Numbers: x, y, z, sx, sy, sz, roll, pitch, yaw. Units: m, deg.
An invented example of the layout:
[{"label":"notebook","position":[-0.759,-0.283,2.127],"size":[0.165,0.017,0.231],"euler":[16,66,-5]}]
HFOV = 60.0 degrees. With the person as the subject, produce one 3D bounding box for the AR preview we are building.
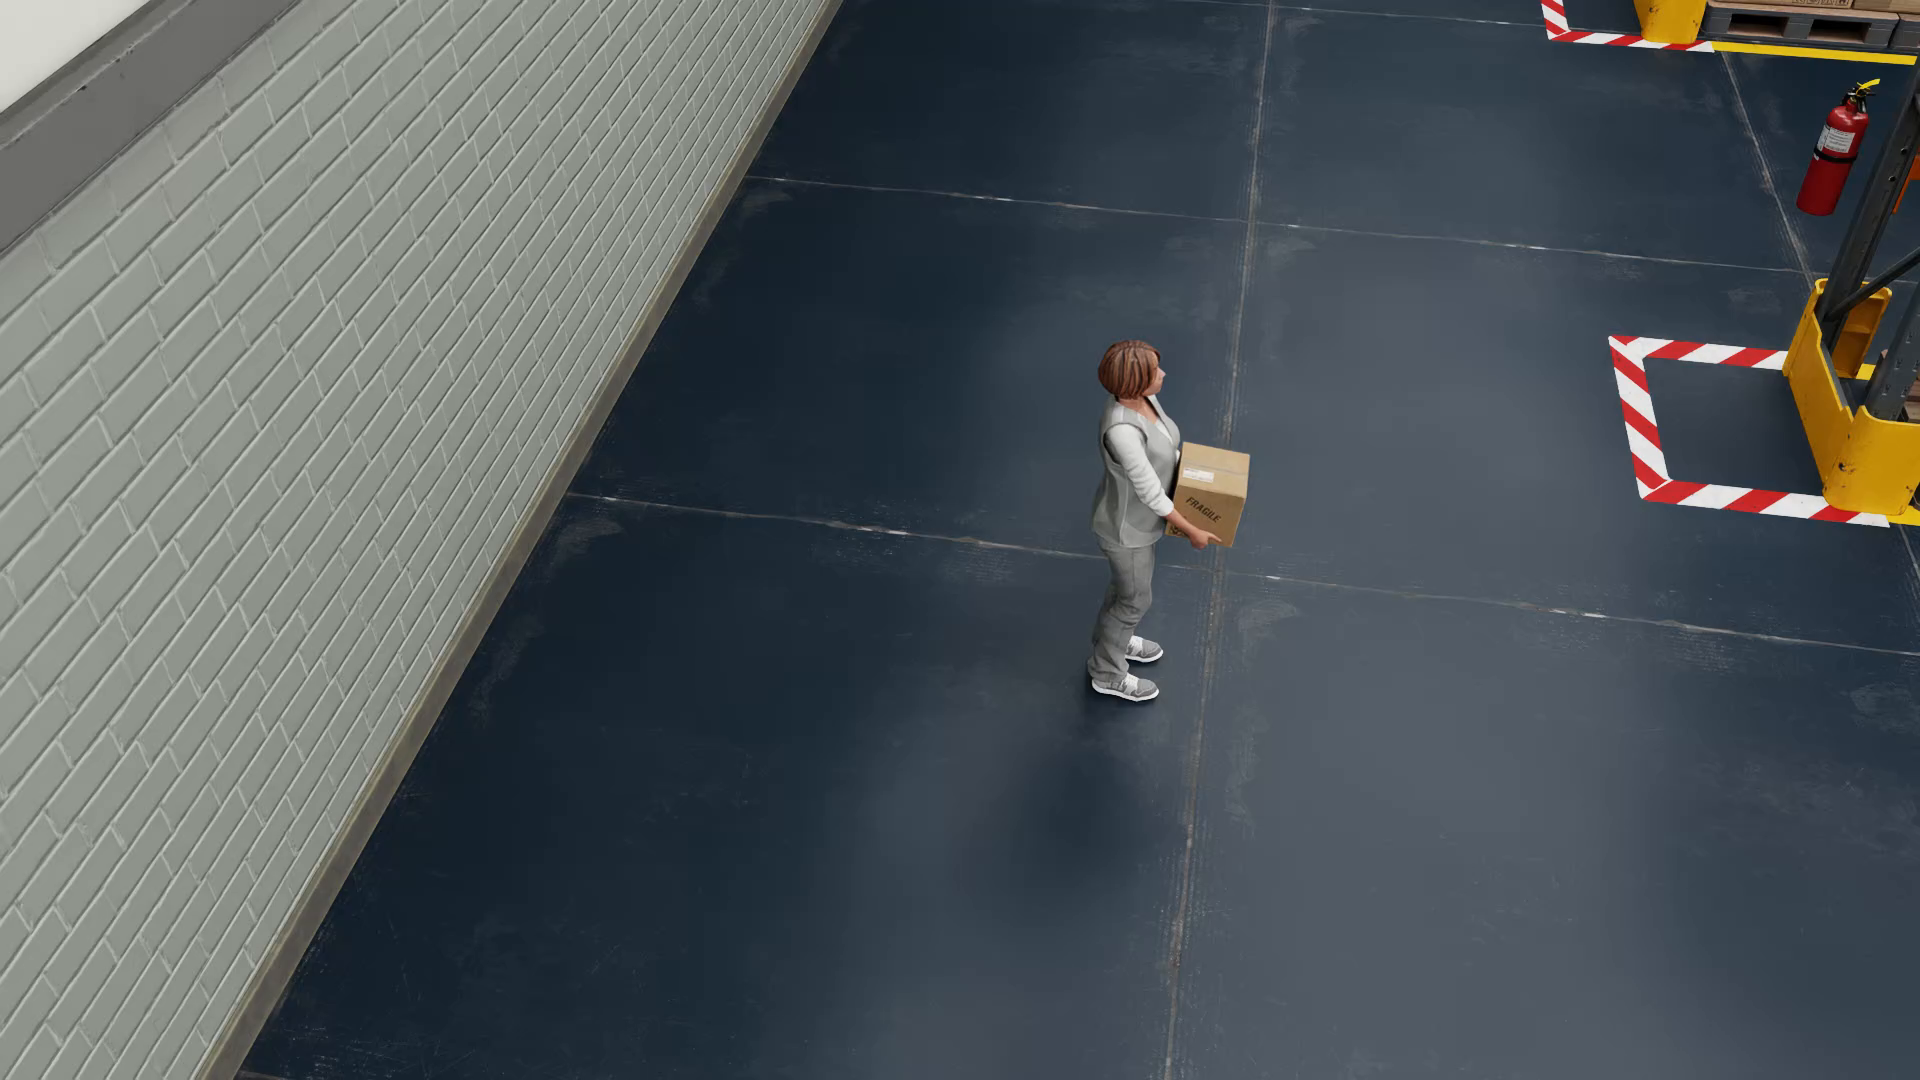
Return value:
[{"label":"person","position":[0.654,-0.077,6.255],"size":[0.346,1.592,0.479],"euler":[4,41,5]}]
